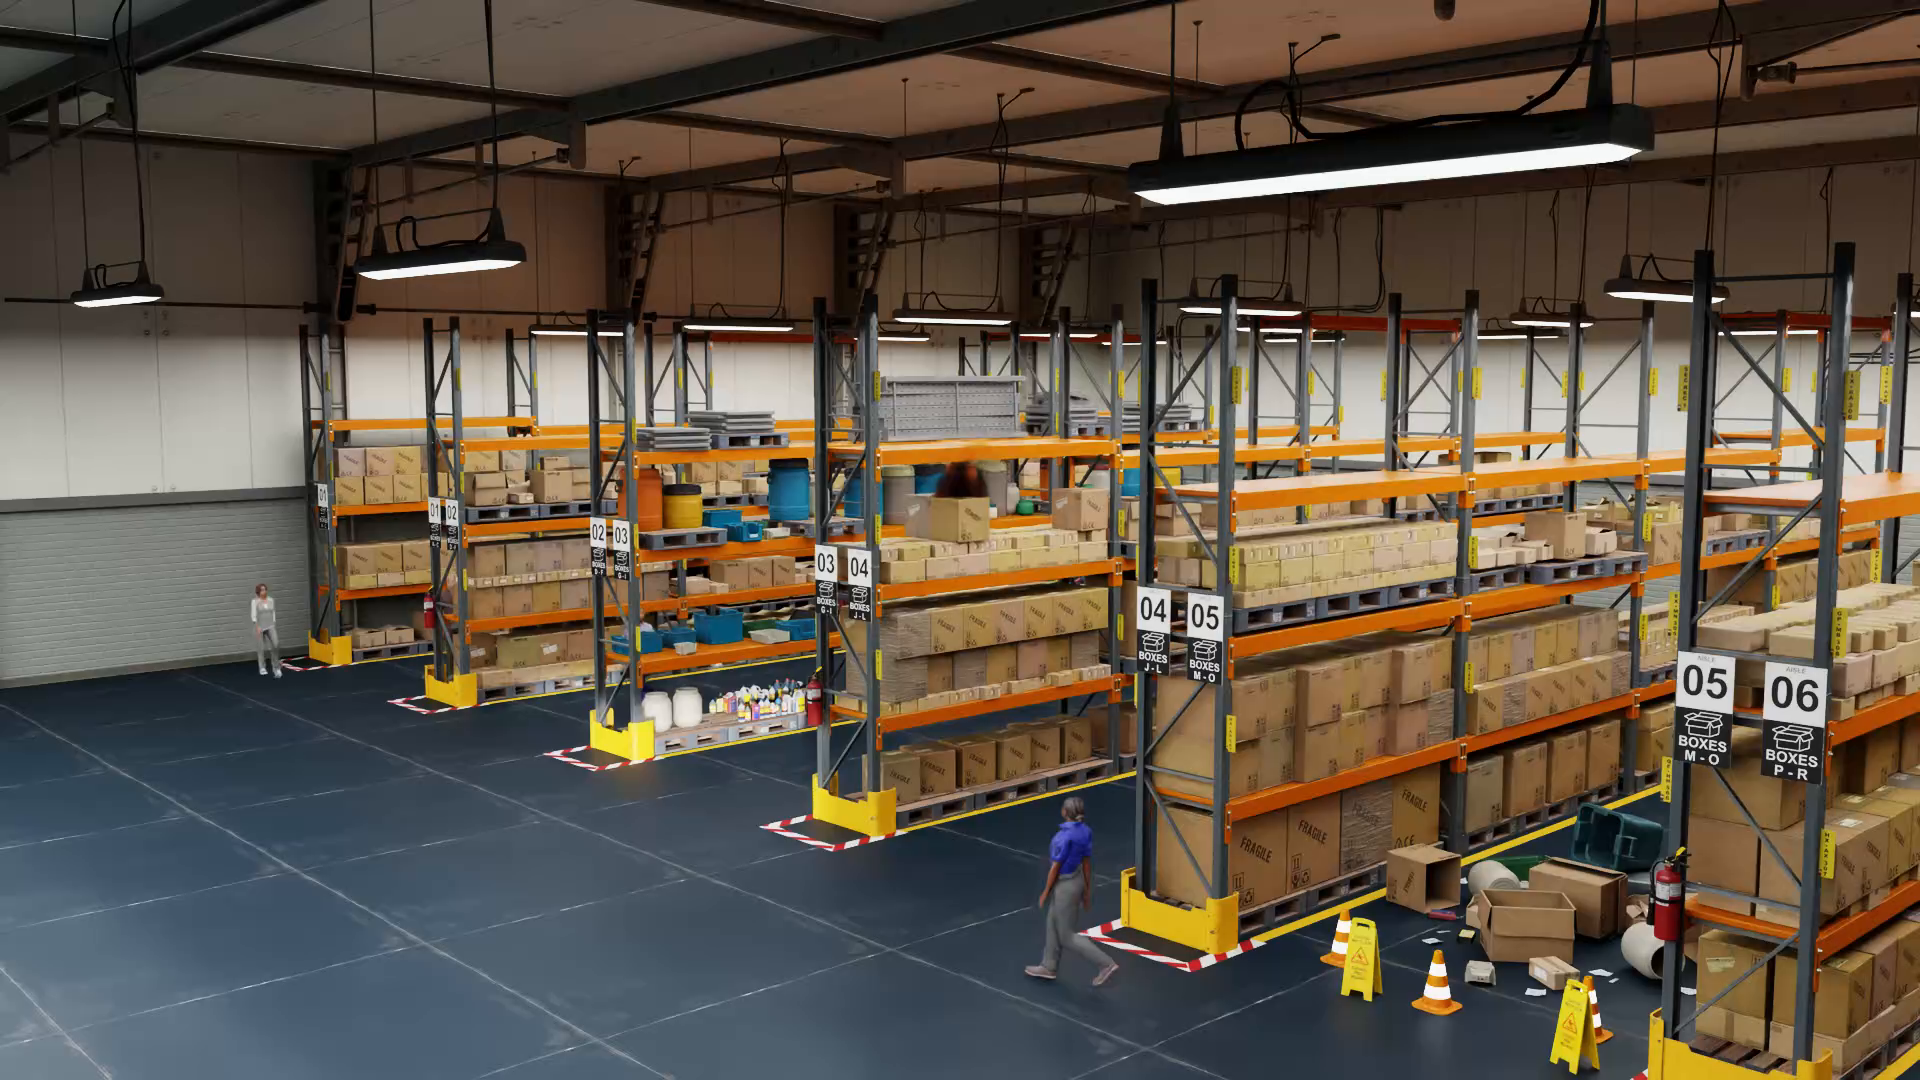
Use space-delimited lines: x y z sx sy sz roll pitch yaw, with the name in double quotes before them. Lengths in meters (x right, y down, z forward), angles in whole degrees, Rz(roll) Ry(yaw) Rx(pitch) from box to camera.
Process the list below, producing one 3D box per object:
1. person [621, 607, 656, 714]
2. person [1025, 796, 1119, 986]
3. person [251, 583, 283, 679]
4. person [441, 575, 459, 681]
"person" -4.861 1.807 25.331 0.467 1.582 0.846 3 7 31
"person" 0.923 2.943 13.966 0.863 1.622 0.410 2 6 21
"person" -11.776 1.529 28.137 0.425 1.612 0.581 -5 7 -38
"person" -8.451 1.496 27.816 0.643 1.816 0.552 -1 6 -9
